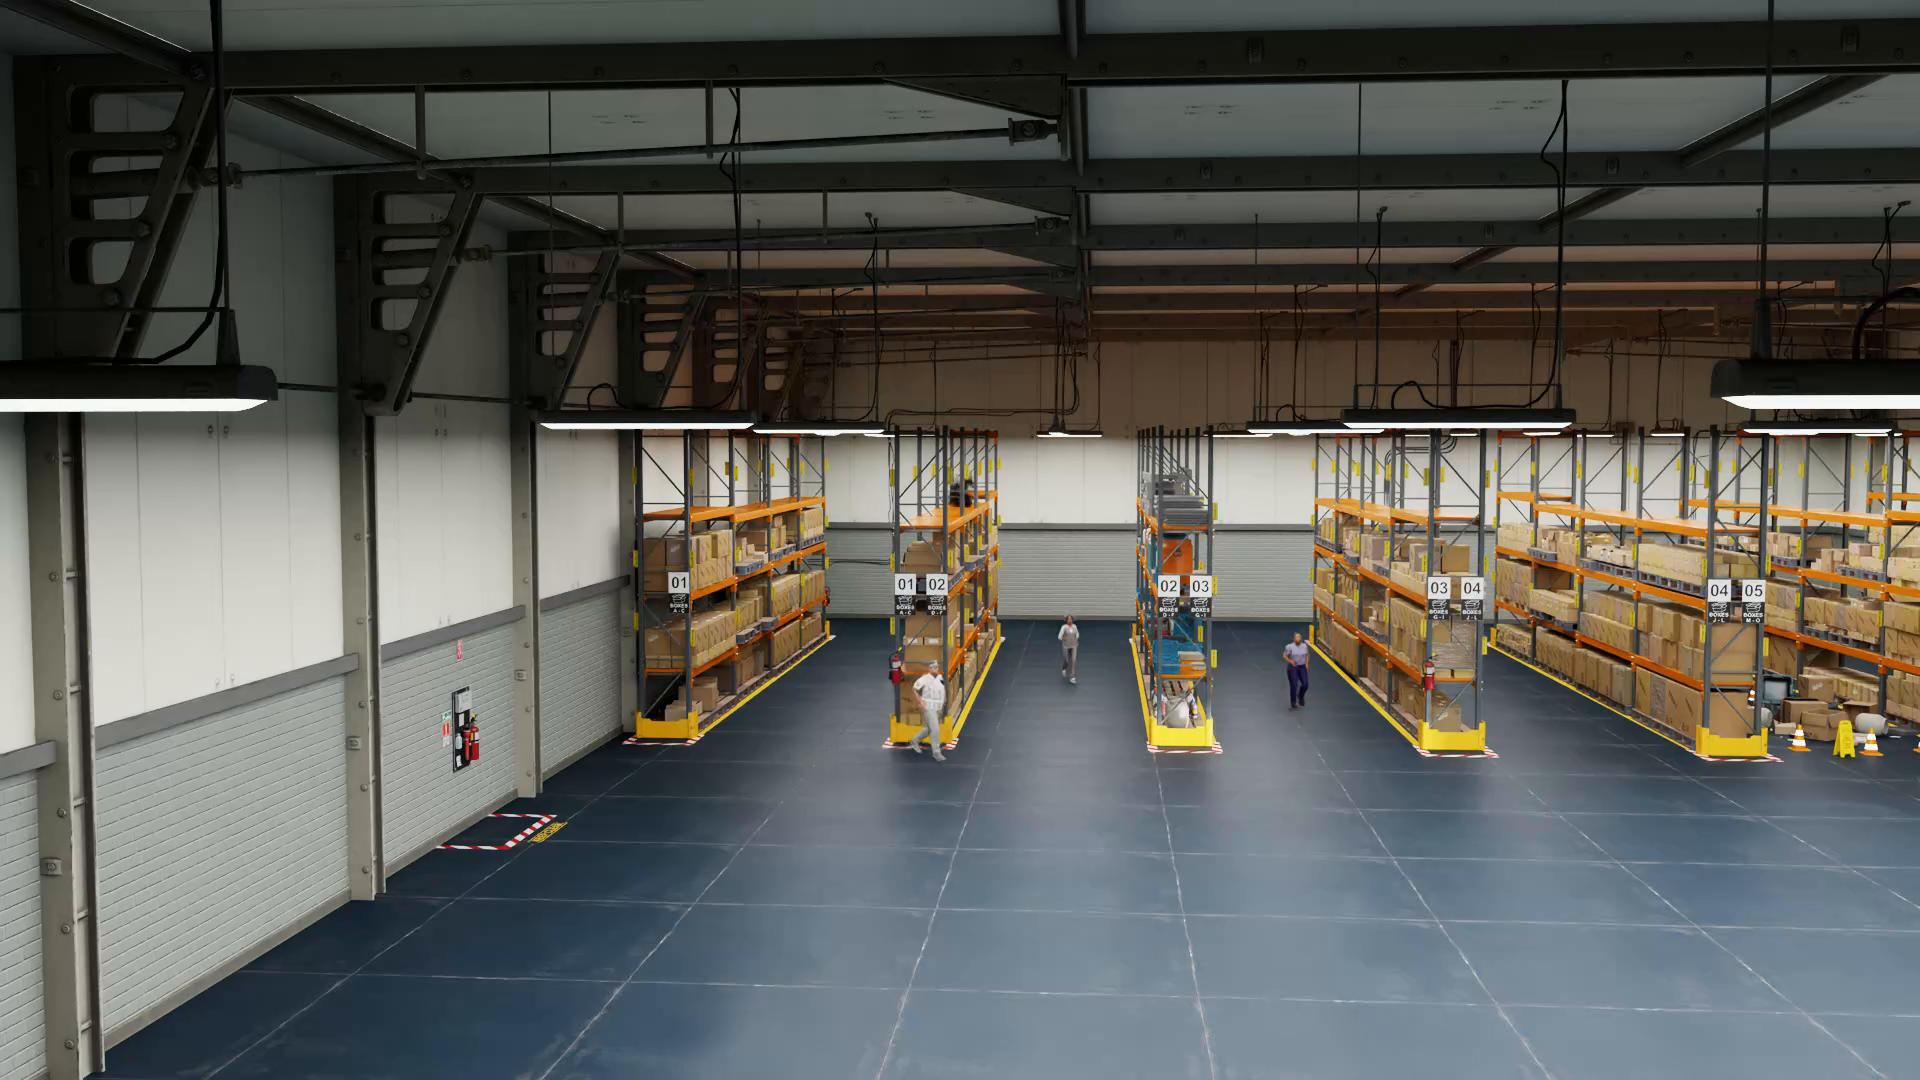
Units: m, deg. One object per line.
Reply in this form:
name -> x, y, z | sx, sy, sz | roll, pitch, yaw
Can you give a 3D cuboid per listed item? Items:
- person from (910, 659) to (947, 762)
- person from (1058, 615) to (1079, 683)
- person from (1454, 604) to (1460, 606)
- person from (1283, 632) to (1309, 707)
person -> -0.523, 3.025, 29.891 | 0.895, 1.800, 0.671 | 3, 4, 36
person -> 2.585, 2.549, 39.238 | 0.541, 1.574, 0.861 | -1, 3, -10
person -> 13.948, 2.025, 47.037 | 0.846, 1.751, 0.761 | -3, 4, -38
person -> 7.204, 2.780, 35.497 | 0.612, 1.620, 0.586 | 0, 3, -4
